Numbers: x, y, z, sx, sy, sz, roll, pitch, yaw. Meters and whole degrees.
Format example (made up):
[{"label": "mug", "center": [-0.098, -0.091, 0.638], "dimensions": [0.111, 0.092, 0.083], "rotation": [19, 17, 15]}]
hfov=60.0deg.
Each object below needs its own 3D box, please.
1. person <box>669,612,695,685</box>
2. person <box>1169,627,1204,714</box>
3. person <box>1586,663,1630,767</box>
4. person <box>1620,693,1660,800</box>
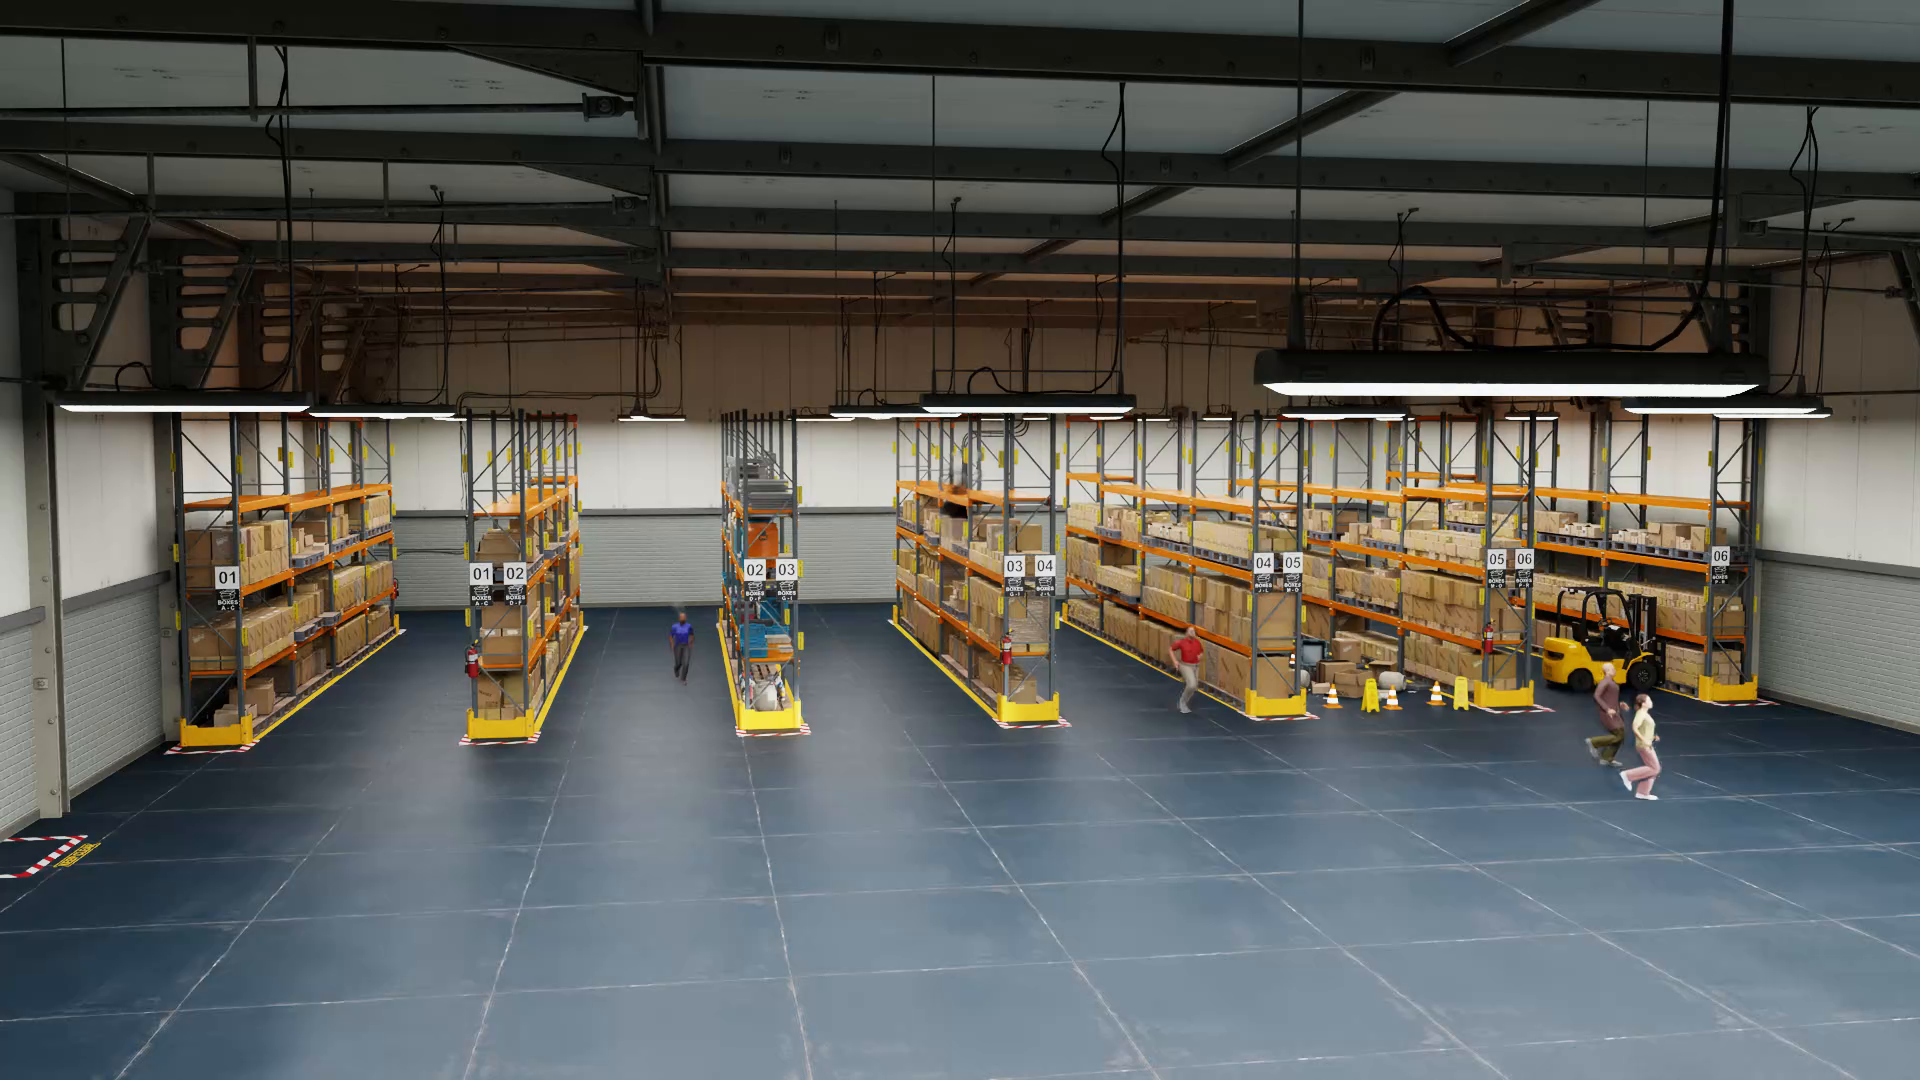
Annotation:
[{"label": "person", "center": [-6.123, 2.378, 36.632], "dimensions": [0.558, 1.588, 0.592], "rotation": [-1, 4, -17]}, {"label": "person", "center": [4.567, 2.585, 32.993], "dimensions": [0.654, 1.719, 0.641], "rotation": [-3, 5, -35]}, {"label": "person", "center": [10.850, 2.920, 27.839], "dimensions": [0.637, 1.733, 0.710], "rotation": [3, 5, 32]}, {"label": "person", "center": [10.399, 3.146, 25.378], "dimensions": [0.551, 1.626, 0.586], "rotation": [2, 4, 23]}]
